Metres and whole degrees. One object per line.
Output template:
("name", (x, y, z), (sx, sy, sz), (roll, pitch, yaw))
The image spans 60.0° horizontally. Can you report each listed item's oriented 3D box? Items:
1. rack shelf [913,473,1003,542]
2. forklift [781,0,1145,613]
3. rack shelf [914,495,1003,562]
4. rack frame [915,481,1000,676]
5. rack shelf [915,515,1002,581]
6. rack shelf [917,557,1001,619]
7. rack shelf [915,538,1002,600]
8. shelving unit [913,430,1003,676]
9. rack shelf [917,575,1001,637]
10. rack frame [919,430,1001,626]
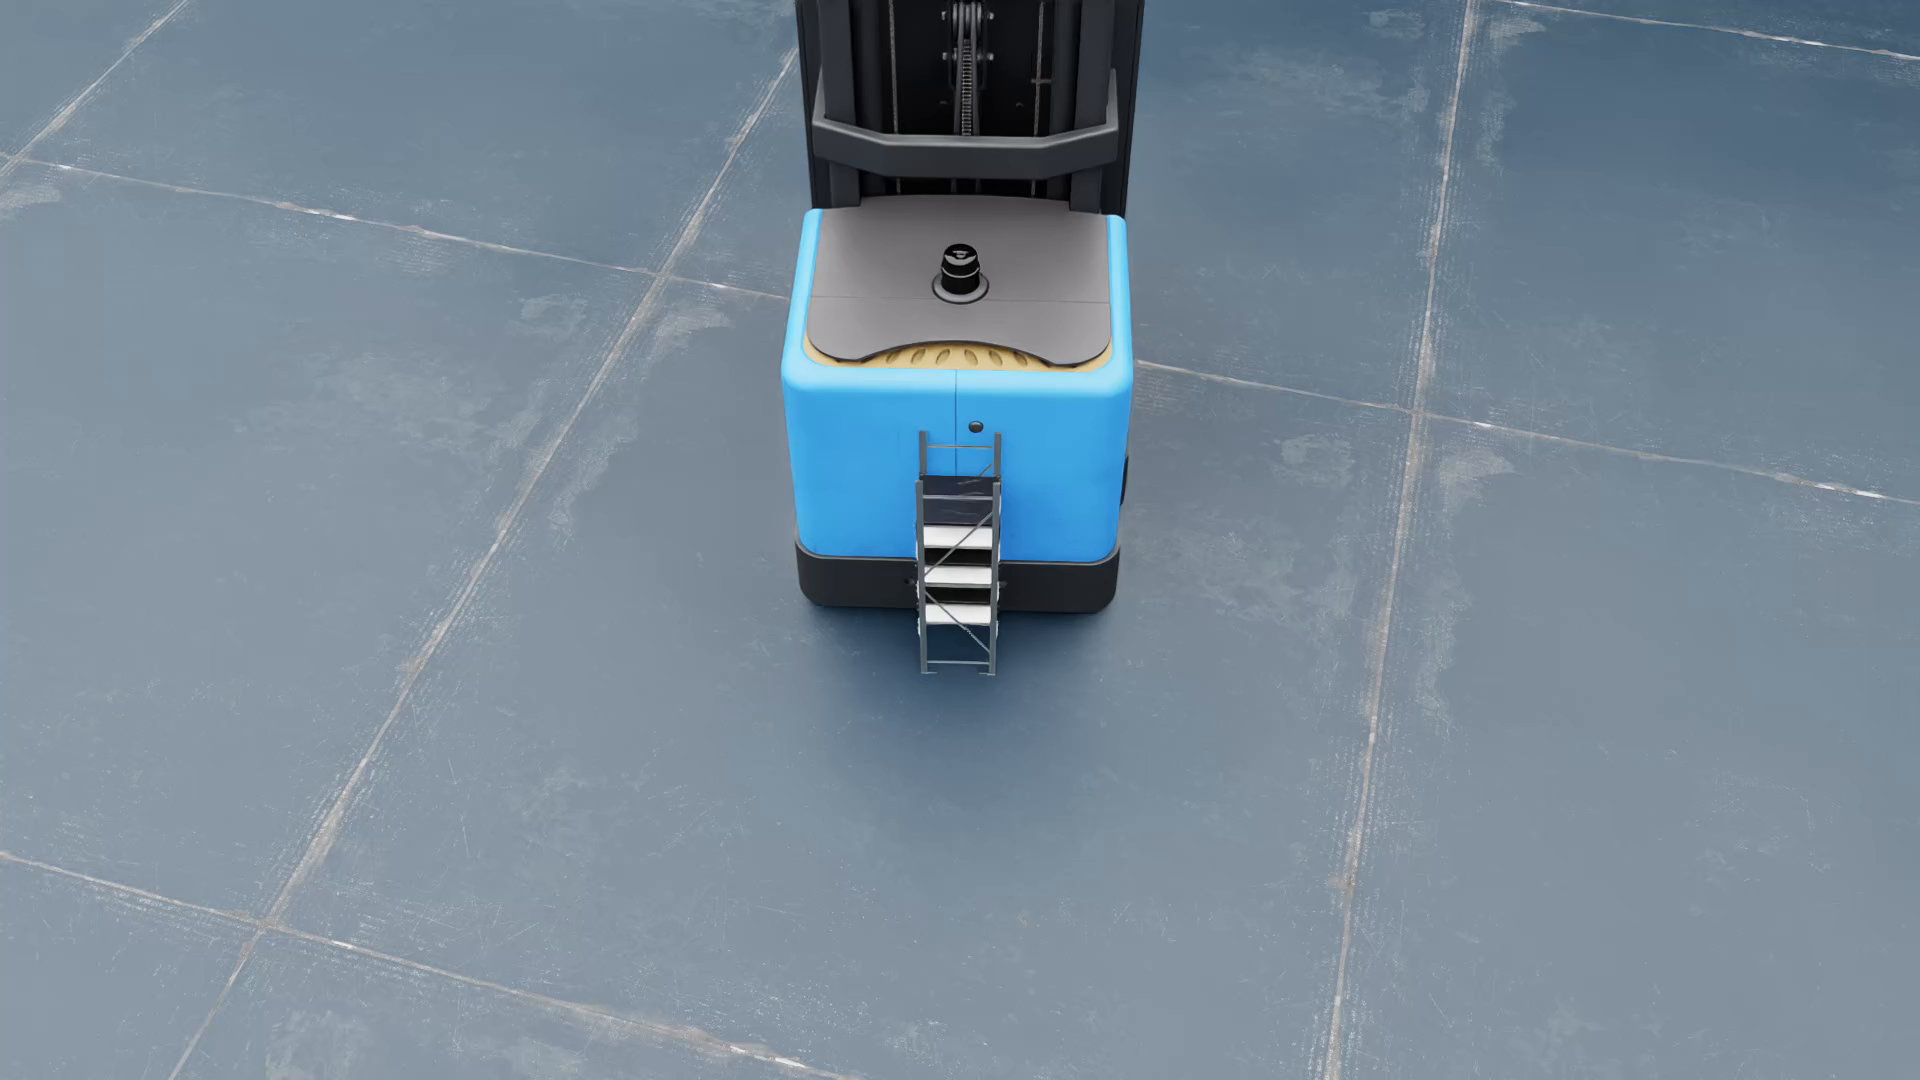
("rack shelf", (-0.003, -0.097, 4.920), (0.258, 0.077, 0.200), (1, 49, 1))
("forklift", (0.039, -1.829, 5.410), (1.130, 2.935, 3.031), (1, 49, 1))
("rack shelf", (-0.003, -0.038, 4.988), (0.258, 0.077, 0.200), (1, 49, 1))
("rack frame", (-0.006, 0.135, 5.030), (0.240, 0.900, 0.006), (1, 49, 1))
("rack shelf", (-0.003, 0.022, 5.055), (0.258, 0.077, 0.200), (1, 49, 1))
("rack shelf", (-0.003, 0.141, 5.190), (0.258, 0.077, 0.200), (1, 49, 1))
("rack shelf", (-0.003, 0.081, 5.122), (0.258, 0.077, 0.200), (1, 49, 1))
("shelving unit", (-0.003, 0.059, 5.097), (0.258, 0.900, 0.210), (1, 49, 1))
("rack shelf", (-0.003, 0.200, 5.257), (0.258, 0.077, 0.200), (1, 49, 1))
("rack frame", (0.000, -0.017, 5.165), (0.240, 0.900, 0.006), (1, 49, 1))
